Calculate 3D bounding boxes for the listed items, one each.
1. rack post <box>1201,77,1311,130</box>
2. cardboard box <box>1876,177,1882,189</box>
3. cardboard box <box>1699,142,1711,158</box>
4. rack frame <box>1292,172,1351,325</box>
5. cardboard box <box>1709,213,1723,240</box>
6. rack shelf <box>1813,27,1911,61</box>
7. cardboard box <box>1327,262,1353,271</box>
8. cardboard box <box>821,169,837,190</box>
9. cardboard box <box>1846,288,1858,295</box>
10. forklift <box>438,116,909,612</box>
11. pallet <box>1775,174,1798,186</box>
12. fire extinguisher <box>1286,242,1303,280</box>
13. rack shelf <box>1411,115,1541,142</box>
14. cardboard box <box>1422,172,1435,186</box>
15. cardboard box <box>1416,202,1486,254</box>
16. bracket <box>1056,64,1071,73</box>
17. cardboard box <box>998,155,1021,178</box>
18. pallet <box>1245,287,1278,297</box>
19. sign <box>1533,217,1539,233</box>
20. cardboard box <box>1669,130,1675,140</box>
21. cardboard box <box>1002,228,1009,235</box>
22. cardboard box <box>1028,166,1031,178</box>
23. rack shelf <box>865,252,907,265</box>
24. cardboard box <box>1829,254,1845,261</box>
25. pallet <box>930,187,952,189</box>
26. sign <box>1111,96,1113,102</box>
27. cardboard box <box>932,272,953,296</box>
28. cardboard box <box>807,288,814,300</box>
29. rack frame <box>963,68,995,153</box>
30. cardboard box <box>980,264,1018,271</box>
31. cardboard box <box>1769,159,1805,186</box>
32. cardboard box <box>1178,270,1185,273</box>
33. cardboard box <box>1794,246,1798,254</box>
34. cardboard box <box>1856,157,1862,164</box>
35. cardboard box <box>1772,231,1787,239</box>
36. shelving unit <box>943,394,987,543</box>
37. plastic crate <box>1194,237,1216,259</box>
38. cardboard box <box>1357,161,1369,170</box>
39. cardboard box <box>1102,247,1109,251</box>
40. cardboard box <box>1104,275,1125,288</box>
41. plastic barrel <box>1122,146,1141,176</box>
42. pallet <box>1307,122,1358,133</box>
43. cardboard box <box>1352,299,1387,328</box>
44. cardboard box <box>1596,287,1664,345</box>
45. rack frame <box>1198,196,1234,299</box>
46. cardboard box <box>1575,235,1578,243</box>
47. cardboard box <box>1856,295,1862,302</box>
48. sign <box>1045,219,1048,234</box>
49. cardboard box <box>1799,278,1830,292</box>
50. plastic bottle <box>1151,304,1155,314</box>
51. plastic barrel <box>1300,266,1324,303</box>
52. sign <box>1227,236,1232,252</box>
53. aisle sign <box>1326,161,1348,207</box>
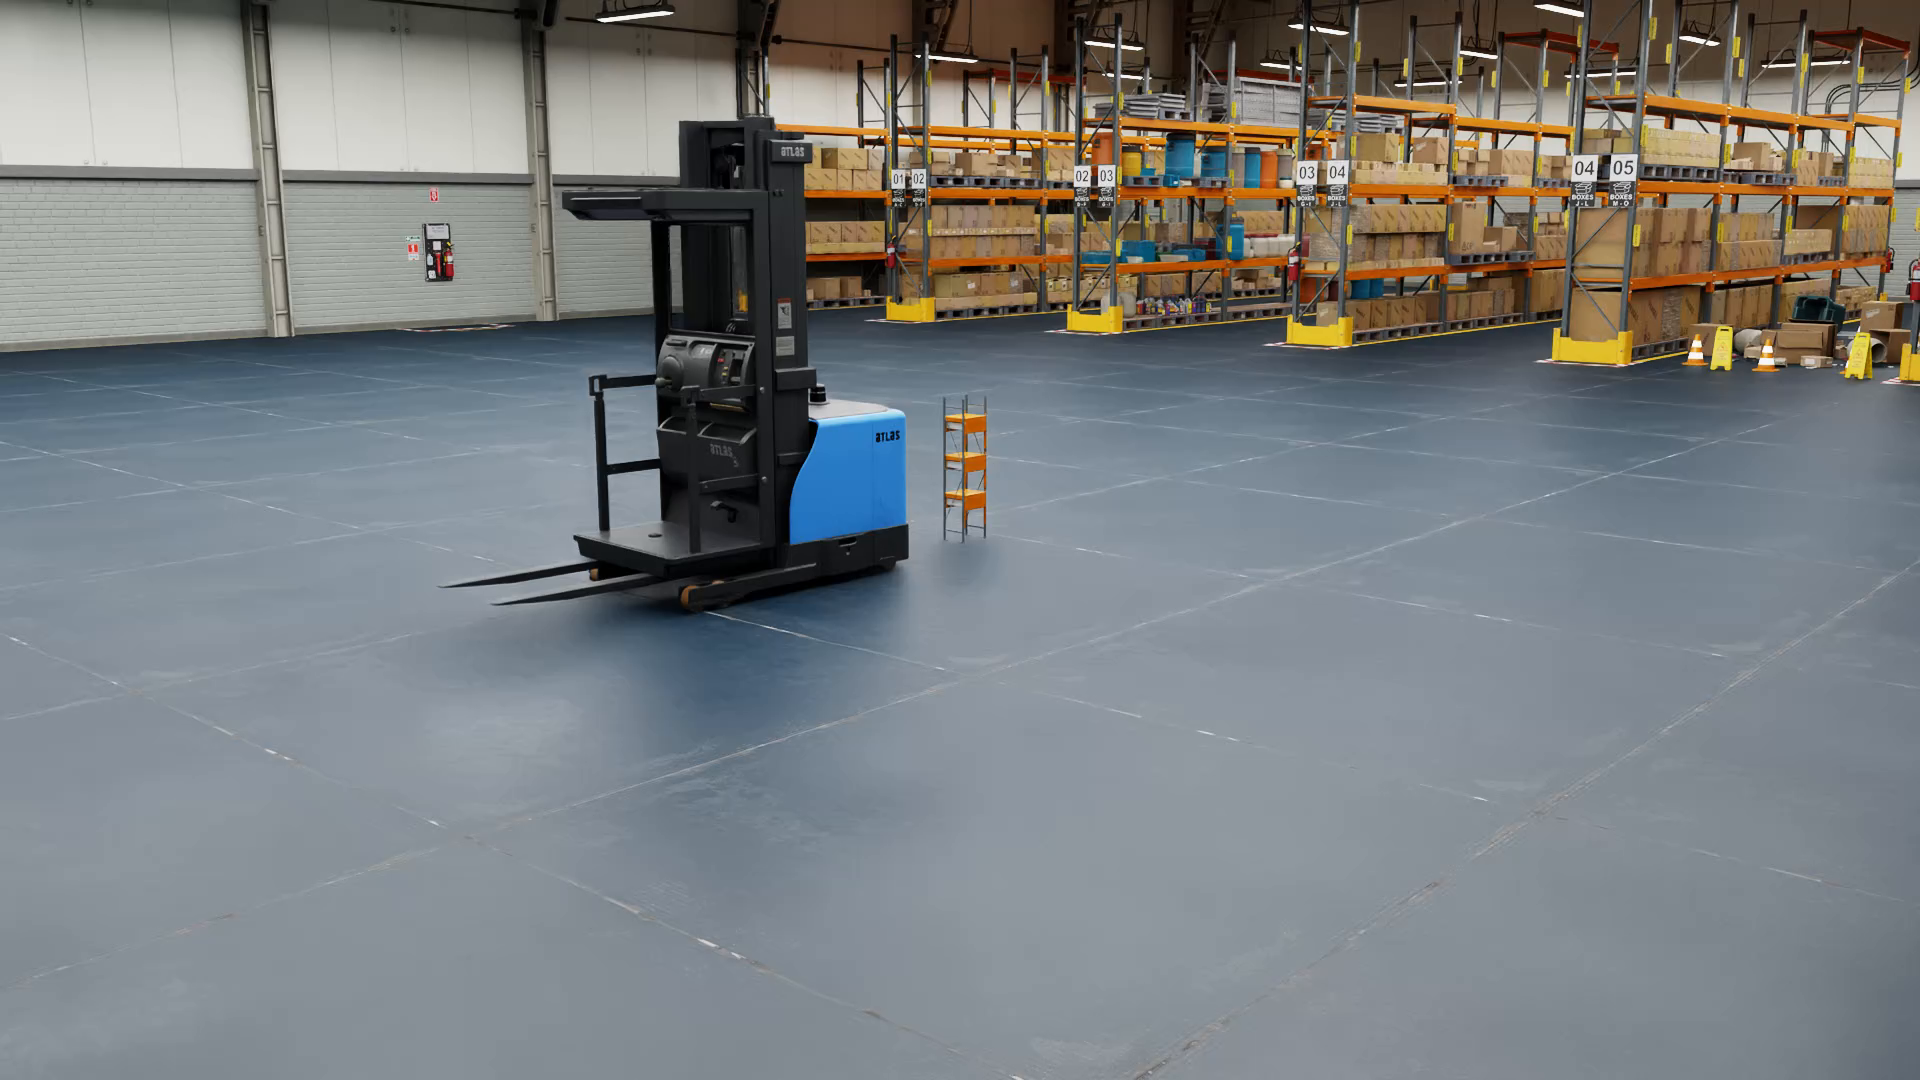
[{"bbox_3d":[6.533,-9.537,36.477,1.013,1.000,3.121,10,15,40],"label":"rack post"},{"bbox_3d":[19.829,-7.815,36.404,0.500,0.250,0.500,11,15,43],"label":"cardboard box"},{"bbox_3d":[12.211,-6.518,27.827,0.500,0.250,0.500,10,15,40],"label":"cardboard box"},{"bbox_3d":[6.378,-4.968,29.426,1.000,3.000,0.127,10,15,40],"label":"rack frame"},{"bbox_3d":[13.001,-5.513,29.349,0.700,0.500,0.500,9,15,39],"label":"cardboard box"},{"bbox_3d":[19.279,-10.590,35.611,1.077,0.370,4.000,10,15,40],"label":"rack shelf"},{"bbox_3d":[6.745,-4.856,29.506,0.380,0.149,0.250,10,15,40],"label":"cardboard box"},{"bbox_3d":[-3.317,-8.669,39.990,0.500,0.500,0.500,11,16,44],"label":"cardboard box"},{"bbox_3d":[19.544,-5.470,36.625,0.380,0.149,0.250,9,14,38],"label":"cardboard box"},{"bbox_3d":[-1.748,-1.114,10.304,3.031,2.935,1.130,-11,16,-44],"label":"forklift"},{"bbox_3d":[14.933,-6.765,31.249,1.213,0.211,1.003,11,16,43],"label":"pallet"},{"bbox_3d":[5.956,-4.973,29.647,0.296,0.674,0.183,10,15,40],"label":"fire extinguisher"},{"bbox_3d":[10.339,-8.244,33.367,1.077,0.370,4.000,10,15,40],"label":"rack shelf"},{"bbox_3d":[8.561,-6.777,31.210,0.500,0.250,0.500,10,15,42],"label":"cardboard box"},{"bbox_3d":[9.648,-6.155,32.767,1.000,1.000,1.000,10,15,41],"label":"cardboard box"},{"bbox_3d":[2.942,-13.470,47.484,0.235,0.232,0.430,10,15,40],"label":"bracket"},{"bbox_3d":[1.049,-8.592,38.229,0.500,0.500,0.500,-11,15,-43],"label":"cardboard box"},{"bbox_3d":[8.120,-6.928,46.362,1.003,0.211,1.213,10,15,40],"label":"pallet"},{"bbox_3d":[12.073,-6.605,34.869,0.100,0.325,0.005,10,15,40],"label":"sign"},{"bbox_3d":[11.168,-6.463,26.530,0.380,0.149,0.250,9,15,39],"label":"cardboard box"},{"bbox_3d":[0.888,-6.988,37.627,0.380,0.149,0.250,10,15,40],"label":"cardboard box"},{"bbox_3d":[1.776,-10.119,46.181,0.700,0.500,0.500,10,15,40],"label":"cardboard box"},{"bbox_3d":[-0.824,-7.419,43.535,1.077,0.370,4.000,10,15,40],"label":"rack shelf"},{"bbox_3d":[18.391,-5.953,35.001,0.380,0.149,0.250,11,15,42],"label":"cardboard box"},{"bbox_3d":[-0.974,-9.087,42.868,1.213,0.211,1.003,10,15,40],"label":"pallet"},{"bbox_3d":[3.806,-10.934,41.391,0.100,0.325,0.005,10,15,40],"label":"sign"},{"bbox_3d":[-0.281,-5.741,37.329,0.500,0.500,0.500,10,15,40],"label":"cardboard box"},{"bbox_3d":[-3.884,-5.960,40.136,0.500,0.311,0.500,-11,15,-43],"label":"cardboard box"},{"bbox_3d":[0.497,-11.008,44.350,1.000,3.000,0.127,10,15,40],"label":"rack frame"},{"bbox_3d":[1.081,-7.309,45.564,0.750,0.750,0.750,10,15,40],"label":"cardboard box"},{"bbox_3d":[15.895,-7.058,31.978,0.500,0.500,0.500,10,15,40],"label":"cardboard box"},{"bbox_3d":[5.698,-7.186,43.873,0.500,0.250,0.500,10,15,40],"label":"cardboard box"},{"bbox_3d":[16.297,-5.730,32.812,0.380,0.149,0.250,11,16,43],"label":"cardboard box"},{"bbox_3d":[18.866,-8.039,35.233,0.380,0.149,0.250,9,15,39],"label":"cardboard box"},{"bbox_3d":[15.771,-5.907,32.177,0.380,0.149,0.250,10,15,40],"label":"cardboard box"},{"bbox_3d":[0.035,-0.523,12.148,0.215,1.050,0.252,10,15,40],"label":"shelving unit"},{"bbox_3d":[5.388,-6.339,36.127,0.402,0.464,0.583,10,15,40],"label":"plastic crate"},{"bbox_3d":[6.977,-6.597,29.289,0.380,0.149,0.250,10,15,42],"label":"cardboard box"},{"bbox_3d":[3.421,-7.108,40.783,0.250,0.149,0.380,-11,16,-43],"label":"cardboard box"},{"bbox_3d":[3.721,-6.373,40.975,0.500,0.311,0.500,9,15,39],"label":"cardboard box"},{"bbox_3d":[3.315,-7.562,33.200,0.600,0.588,0.600,0,11,0],"label":"plastic barrel"},{"bbox_3d":[8.438,-9.541,38.506,1.213,0.211,1.003,10,15,40],"label":"pallet"},{"bbox_3d":[7.599,-4.220,30.990,0.500,0.500,0.500,-10,15,-42],"label":"cardboard box"},{"bbox_3d":[11.014,-3.714,27.499,0.875,0.875,0.875,9,15,39],"label":"cardboard box"},{"bbox_3d":[6.860,-8.015,44.680,1.000,3.000,0.127,10,15,40],"label":"rack frame"},{"bbox_3d":[13.524,-6.529,36.985,0.500,0.500,0.500,10,15,40],"label":"cardboard box"},{"bbox_3d":[19.608,-5.315,36.611,0.380,0.149,0.250,11,16,43],"label":"cardboard box"},{"bbox_3d":[1.998,-7.230,38.337,0.100,0.325,0.005,10,15,40],"label":"sign"},{"bbox_3d":[17.657,-5.283,34.398,0.500,0.250,0.500,9,15,39],"label":"cardboard box"},{"bbox_3d":[4.045,-4.848,34.848,0.097,0.201,0.097,0,11,0],"label":"plastic bottle"},{"bbox_3d":[8.249,-6.001,39.068,0.600,0.830,0.708,10,15,40],"label":"plastic barrel"},{"bbox_3d":[5.704,-6.260,35.187,0.100,0.325,0.005,10,15,40],"label":"sign"},{"bbox_3d":[6.562,-6.195,28.931,0.394,0.787,0.004,10,15,40],"label":"aisle sign"}]
